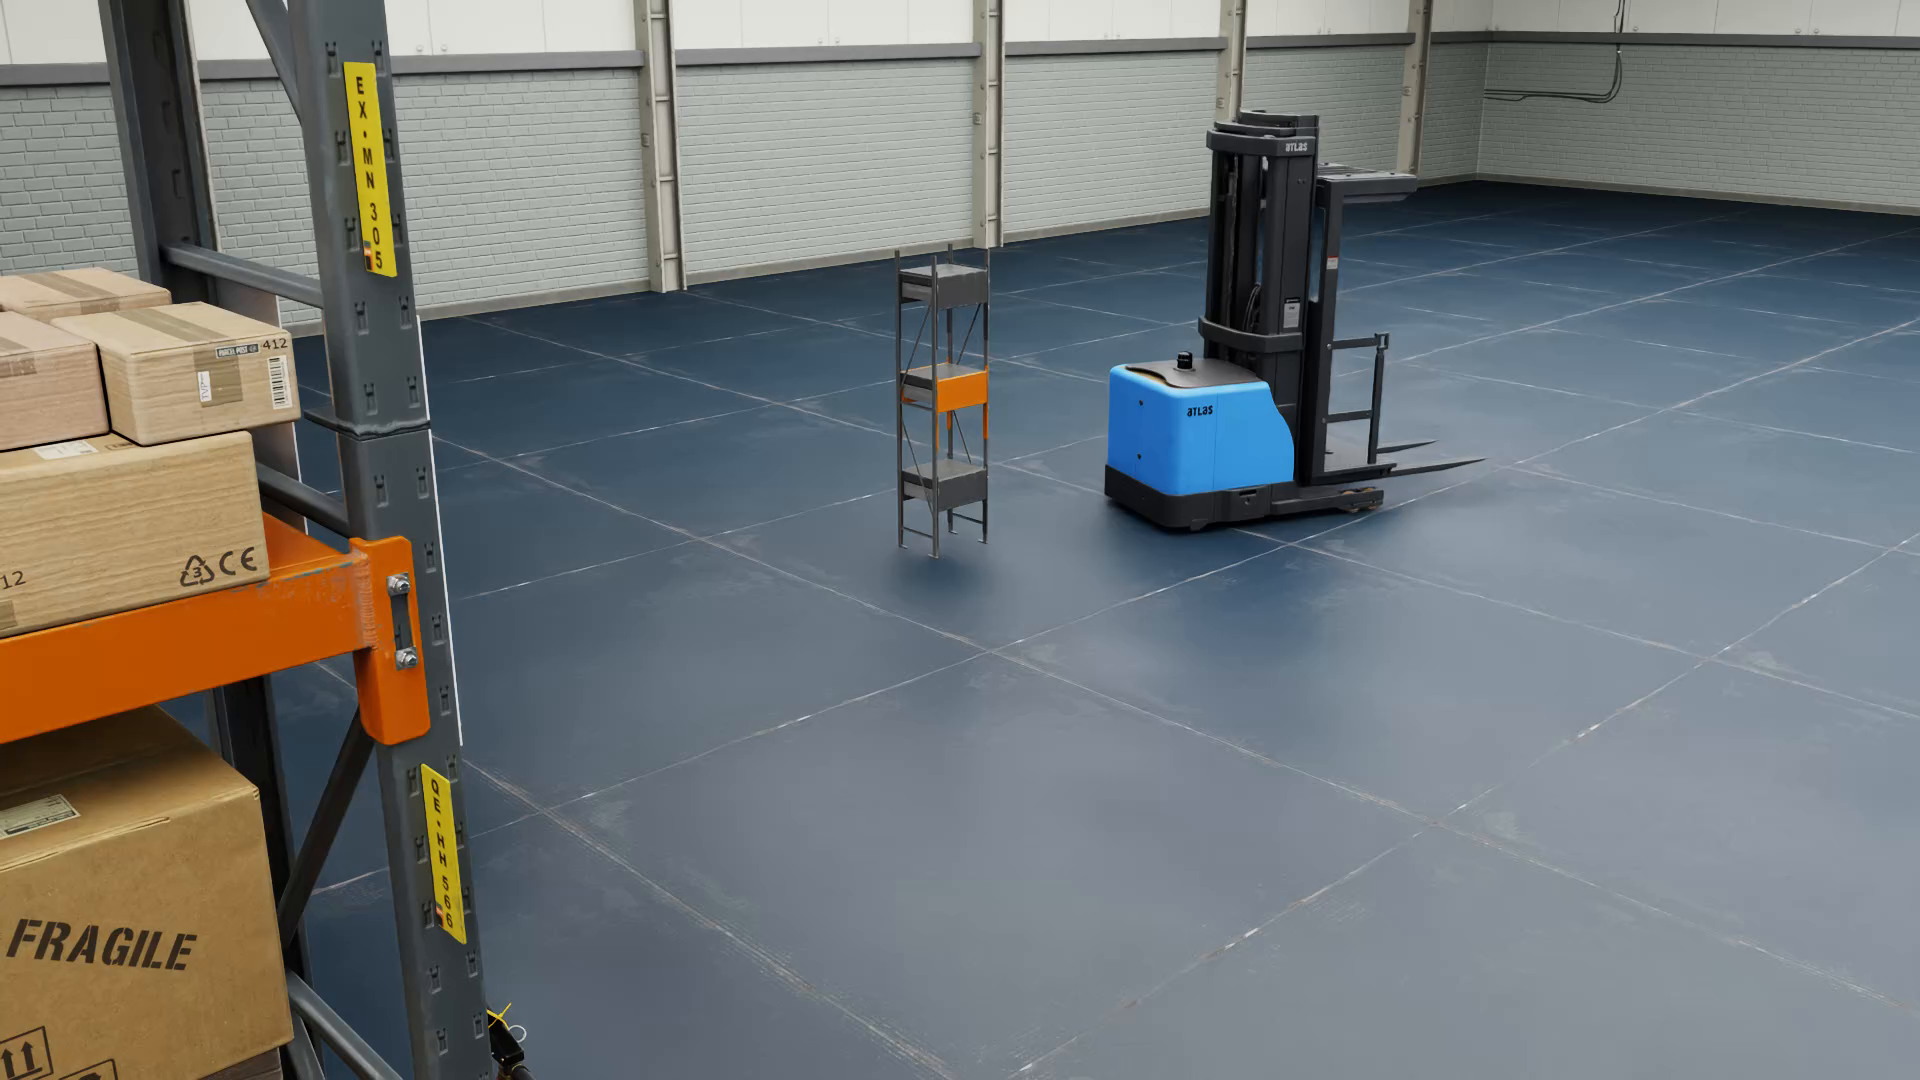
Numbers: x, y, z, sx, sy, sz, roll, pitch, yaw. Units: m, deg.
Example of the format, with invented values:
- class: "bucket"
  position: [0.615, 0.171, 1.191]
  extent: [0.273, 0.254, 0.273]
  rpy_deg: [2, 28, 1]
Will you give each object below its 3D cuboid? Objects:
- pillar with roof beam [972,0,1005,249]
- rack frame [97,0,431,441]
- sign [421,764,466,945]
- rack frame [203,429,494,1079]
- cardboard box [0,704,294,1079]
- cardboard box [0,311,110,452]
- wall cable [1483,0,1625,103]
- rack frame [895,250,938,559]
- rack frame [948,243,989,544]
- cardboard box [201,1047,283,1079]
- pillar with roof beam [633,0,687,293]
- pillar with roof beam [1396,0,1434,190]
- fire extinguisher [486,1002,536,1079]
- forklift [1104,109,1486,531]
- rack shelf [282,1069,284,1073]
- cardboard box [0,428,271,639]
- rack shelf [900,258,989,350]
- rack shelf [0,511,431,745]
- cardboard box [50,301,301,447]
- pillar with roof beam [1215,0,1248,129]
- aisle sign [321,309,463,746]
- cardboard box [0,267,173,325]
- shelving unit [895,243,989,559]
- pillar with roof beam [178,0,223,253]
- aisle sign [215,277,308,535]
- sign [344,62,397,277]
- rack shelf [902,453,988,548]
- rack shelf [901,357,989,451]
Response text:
- class: "pillar with roof beam"
  position: [3.396, -7.952, 21.921]
  extent: [0.400, 9.000, 9.100]
  rpy_deg: [-16, 24, -41]
- class: "rack frame"
  position: [-1.294, -1.716, 2.686]
  extent: [0.127, 3.000, 1.000]
  rpy_deg: [-16, 24, -41]
- class: "sign"
  position: [-0.928, 0.565, 2.987]
  extent: [0.005, 0.325, 0.100]
  rpy_deg: [-16, 24, -41]
- class: "rack frame"
  position: [-1.294, 1.138, 3.611]
  extent: [0.127, 3.000, 1.000]
  rpy_deg: [-16, 24, -41]
- class: "cardboard box"
  position: [-1.524, 0.645, 2.866]
  extent: [0.500, 0.500, 0.500]
  rpy_deg: [-16, 24, -41]
- class: "cardboard box"
  position: [-1.551, -0.250, 2.624]
  extent: [0.380, 0.149, 0.250]
  rpy_deg: [17, 25, 42]
- class: "wall cable"
  position: [12.206, -10.310, 34.229]
  extent: [0.112, 2.526, 3.097]
  rpy_deg: [-16, 24, -41]
- class: "rack frame"
  position: [-0.298, -0.912, 11.393]
  extent: [0.015, 2.100, 0.400]
  rpy_deg: [-16, 24, -41]
- class: "rack frame"
  position: [0.057, -1.015, 11.712]
  extent: [0.015, 2.100, 0.400]
  rpy_deg: [-16, 24, -41]
- class: "cardboard box"
  position: [-1.713, 1.059, 3.210]
  extent: [0.500, 0.500, 0.875]
  rpy_deg: [-16, 24, -41]
- class: "pillar with roof beam"
  position: [-0.964, -6.681, 17.999]
  extent: [0.400, 9.000, 9.100]
  rpy_deg: [-16, 24, -41]
- class: "pillar with roof beam"
  position: [12.115, -10.495, 29.763]
  extent: [0.400, 9.000, 9.100]
  rpy_deg: [-16, 24, -41]
- class: "fire extinguisher"
  position: [-0.895, 1.254, 3.380]
  extent: [0.183, 0.674, 0.296]
  rpy_deg: [-16, 24, -41]
- class: "forklift"
  position: [2.681, -1.739, 12.597]
  extent: [3.031, 2.935, 1.130]
  rpy_deg: [-8, 19, -22]
- class: "rack shelf"
  position: [-2.748, 1.904, 2.415]
  extent: [4.000, 0.370, 1.077]
  rpy_deg: [-16, 24, -41]
- class: "cardboard box"
  position: [-1.470, -0.058, 2.681]
  extent: [0.500, 0.250, 0.500]
  rpy_deg: [-16, 24, -40]
- class: "rack shelf"
  position: [-0.120, -1.617, 11.341]
  extent: [0.480, 0.518, 0.431]
  rpy_deg: [-16, 24, -41]
- class: "rack shelf"
  position: [-2.748, 0.477, 1.953]
  extent: [4.000, 0.370, 1.077]
  rpy_deg: [-16, 24, -41]
- class: "cardboard box"
  position: [-1.282, -0.278, 2.713]
  extent: [0.250, 0.149, 0.380]
  rpy_deg: [-16, 24, -41]
- class: "pillar with roof beam"
  position: [7.755, -9.223, 25.842]
  extent: [0.400, 9.000, 9.100]
  rpy_deg: [-16, 24, -41]
- class: "aisle sign"
  position: [-1.043, -0.045, 3.044]
  extent: [0.004, 0.787, 0.394]
  rpy_deg: [-16, 24, -41]
- class: "cardboard box"
  position: [-1.653, -0.401, 3.090]
  extent: [0.250, 0.149, 0.380]
  rpy_deg: [-16, 24, -41]
- class: "shelving unit"
  position: [-0.120, -0.964, 11.553]
  extent: [0.503, 2.100, 0.431]
  rpy_deg: [-16, 24, -41]
- class: "pillar with roof beam"
  position: [-5.324, -5.409, 14.078]
  extent: [0.400, 9.000, 9.100]
  rpy_deg: [-16, 24, -41]
- class: "aisle sign"
  position: [-1.455, -0.179, 3.458]
  extent: [0.004, 0.787, 0.394]
  rpy_deg: [-16, 24, -41]
- class: "sign"
  position: [-0.928, -0.581, 2.615]
  extent: [0.005, 0.325, 0.100]
  rpy_deg: [-16, 24, -41]
- class: "rack shelf"
  position: [-0.120, -0.285, 11.773]
  extent: [0.480, 0.518, 0.431]
  rpy_deg: [-16, 24, -41]
- class: "rack shelf"
  position: [-0.120, -0.951, 11.557]
  extent: [0.480, 0.518, 0.431]
  rpy_deg: [-16, 24, -41]
